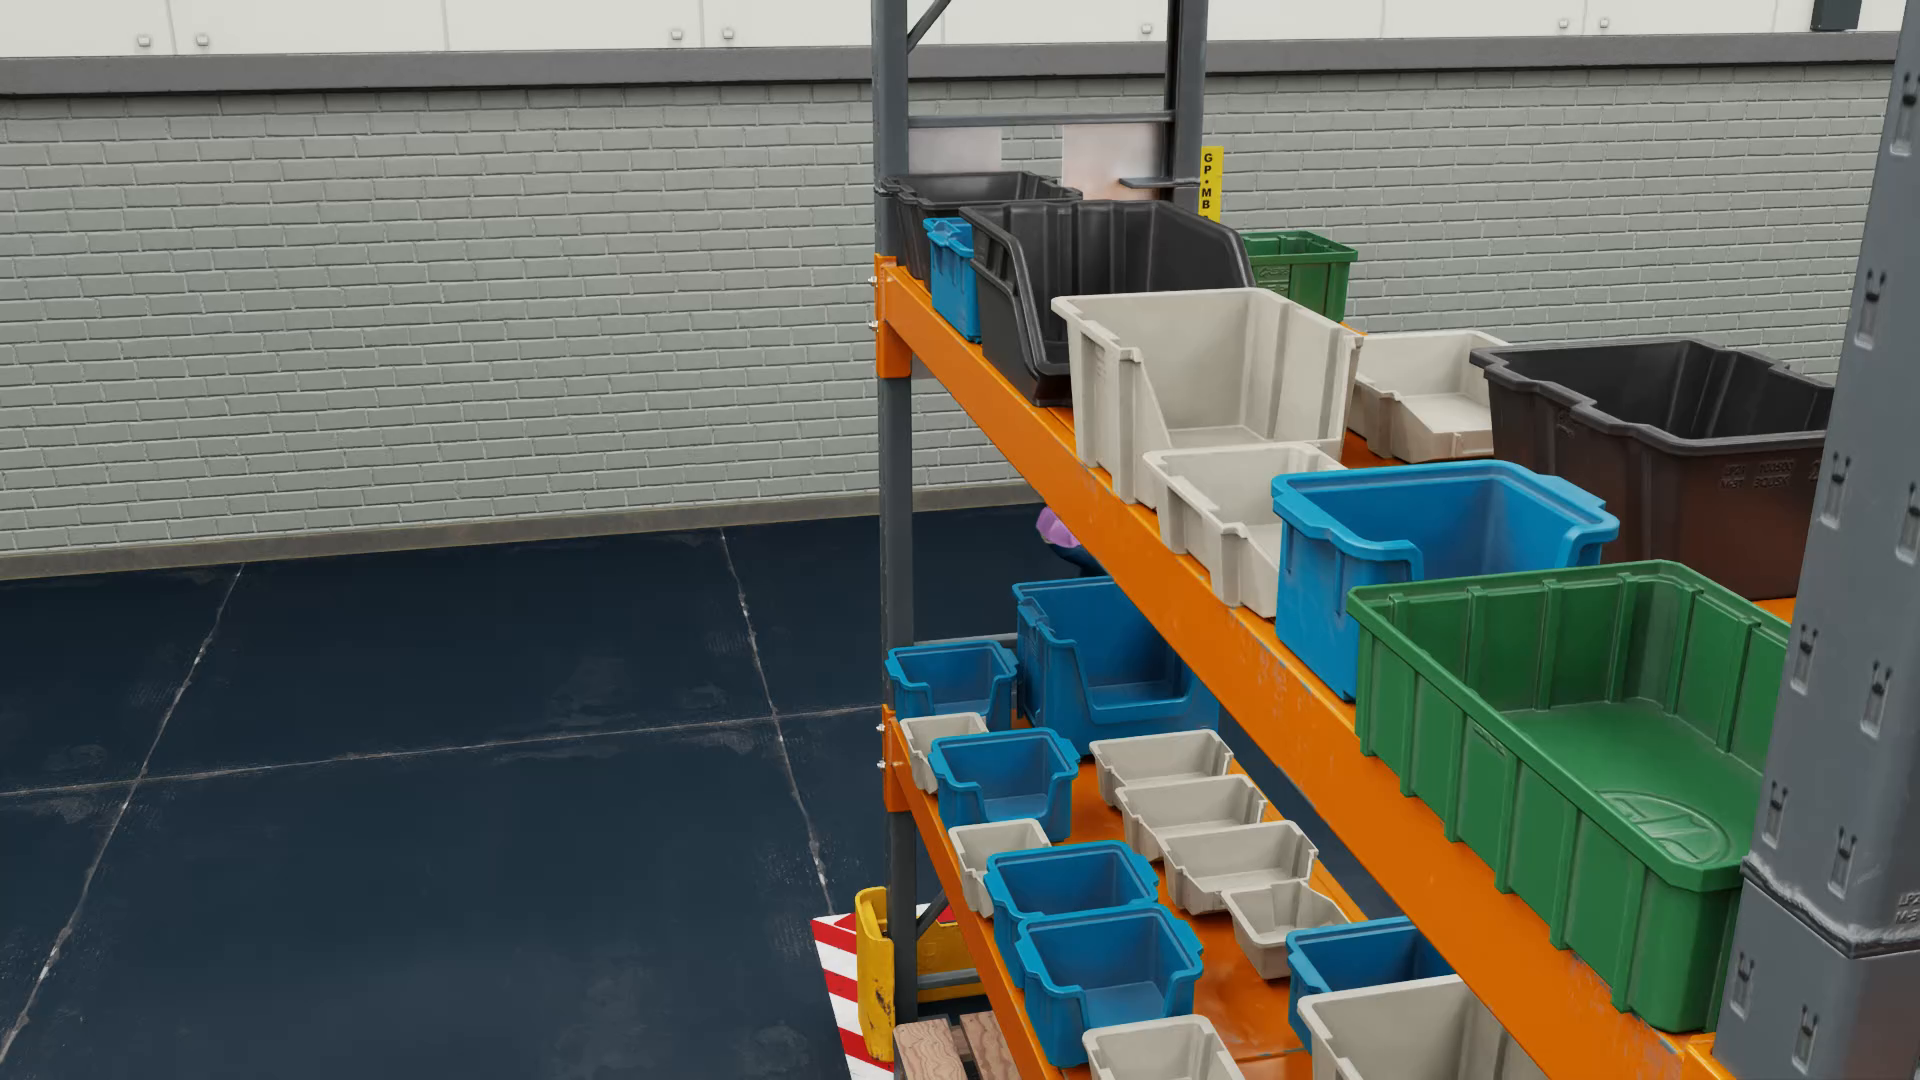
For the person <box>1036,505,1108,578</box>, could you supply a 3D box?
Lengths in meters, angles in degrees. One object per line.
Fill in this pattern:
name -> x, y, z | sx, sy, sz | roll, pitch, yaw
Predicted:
person -> 0.766, 0.166, 9.172 | 0.715, 0.886, 0.424 | -6, 21, -15
